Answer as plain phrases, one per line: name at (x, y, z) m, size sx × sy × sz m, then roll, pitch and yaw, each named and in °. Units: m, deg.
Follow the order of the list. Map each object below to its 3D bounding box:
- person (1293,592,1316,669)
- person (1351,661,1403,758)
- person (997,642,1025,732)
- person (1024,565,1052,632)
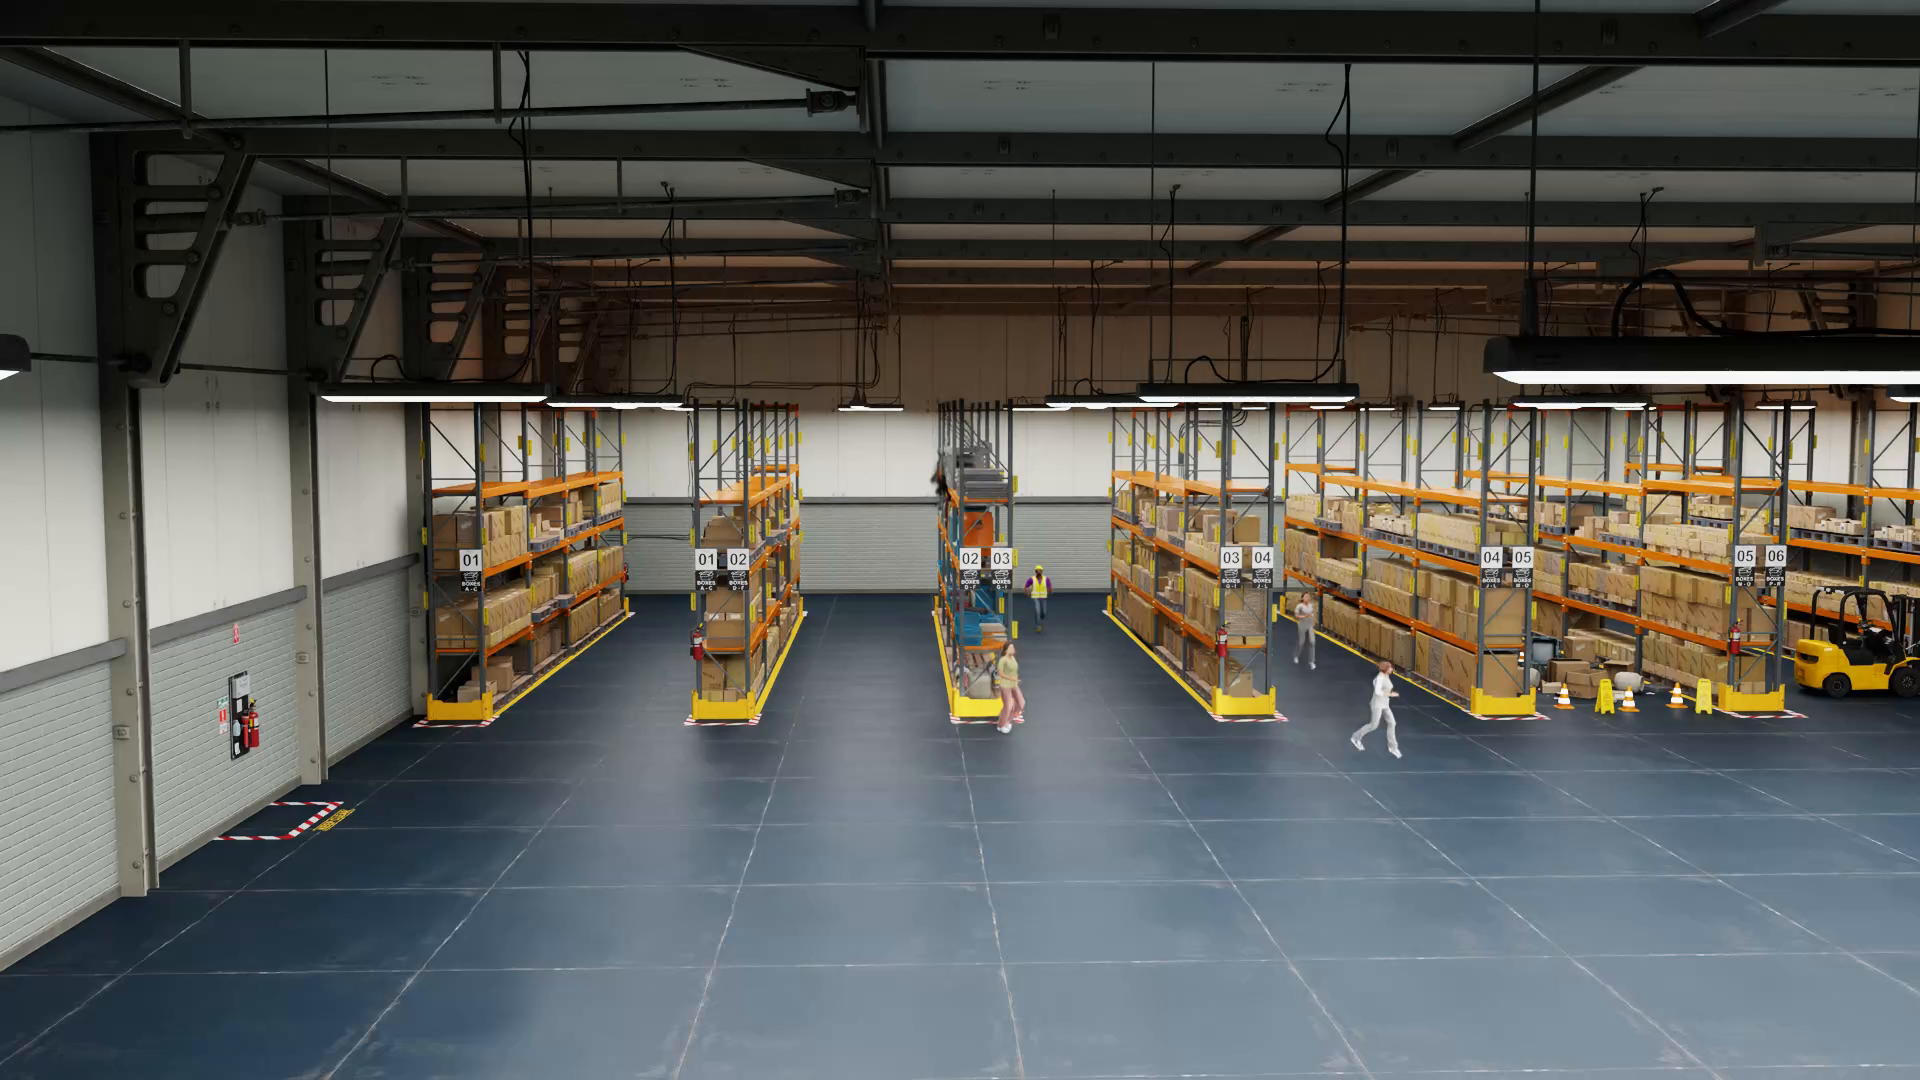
person at (7.794, 2.013, 37.588) m, size 0.601 × 1.695 × 0.891 m, roll -1°, pitch 5°, yaw -17°
person at (6.999, 2.813, 27.863) m, size 0.892 × 1.616 × 0.562 m, roll 3°, pitch 5°, yaw 31°
person at (0.911, 2.634, 29.820) m, size 0.573 × 1.633 × 0.600 m, roll 4°, pitch 6°, yaw 39°
person at (2.075, 1.537, 43.771) m, size 0.723 × 1.735 × 0.769 m, roll -1°, pitch 4°, yaw -9°
